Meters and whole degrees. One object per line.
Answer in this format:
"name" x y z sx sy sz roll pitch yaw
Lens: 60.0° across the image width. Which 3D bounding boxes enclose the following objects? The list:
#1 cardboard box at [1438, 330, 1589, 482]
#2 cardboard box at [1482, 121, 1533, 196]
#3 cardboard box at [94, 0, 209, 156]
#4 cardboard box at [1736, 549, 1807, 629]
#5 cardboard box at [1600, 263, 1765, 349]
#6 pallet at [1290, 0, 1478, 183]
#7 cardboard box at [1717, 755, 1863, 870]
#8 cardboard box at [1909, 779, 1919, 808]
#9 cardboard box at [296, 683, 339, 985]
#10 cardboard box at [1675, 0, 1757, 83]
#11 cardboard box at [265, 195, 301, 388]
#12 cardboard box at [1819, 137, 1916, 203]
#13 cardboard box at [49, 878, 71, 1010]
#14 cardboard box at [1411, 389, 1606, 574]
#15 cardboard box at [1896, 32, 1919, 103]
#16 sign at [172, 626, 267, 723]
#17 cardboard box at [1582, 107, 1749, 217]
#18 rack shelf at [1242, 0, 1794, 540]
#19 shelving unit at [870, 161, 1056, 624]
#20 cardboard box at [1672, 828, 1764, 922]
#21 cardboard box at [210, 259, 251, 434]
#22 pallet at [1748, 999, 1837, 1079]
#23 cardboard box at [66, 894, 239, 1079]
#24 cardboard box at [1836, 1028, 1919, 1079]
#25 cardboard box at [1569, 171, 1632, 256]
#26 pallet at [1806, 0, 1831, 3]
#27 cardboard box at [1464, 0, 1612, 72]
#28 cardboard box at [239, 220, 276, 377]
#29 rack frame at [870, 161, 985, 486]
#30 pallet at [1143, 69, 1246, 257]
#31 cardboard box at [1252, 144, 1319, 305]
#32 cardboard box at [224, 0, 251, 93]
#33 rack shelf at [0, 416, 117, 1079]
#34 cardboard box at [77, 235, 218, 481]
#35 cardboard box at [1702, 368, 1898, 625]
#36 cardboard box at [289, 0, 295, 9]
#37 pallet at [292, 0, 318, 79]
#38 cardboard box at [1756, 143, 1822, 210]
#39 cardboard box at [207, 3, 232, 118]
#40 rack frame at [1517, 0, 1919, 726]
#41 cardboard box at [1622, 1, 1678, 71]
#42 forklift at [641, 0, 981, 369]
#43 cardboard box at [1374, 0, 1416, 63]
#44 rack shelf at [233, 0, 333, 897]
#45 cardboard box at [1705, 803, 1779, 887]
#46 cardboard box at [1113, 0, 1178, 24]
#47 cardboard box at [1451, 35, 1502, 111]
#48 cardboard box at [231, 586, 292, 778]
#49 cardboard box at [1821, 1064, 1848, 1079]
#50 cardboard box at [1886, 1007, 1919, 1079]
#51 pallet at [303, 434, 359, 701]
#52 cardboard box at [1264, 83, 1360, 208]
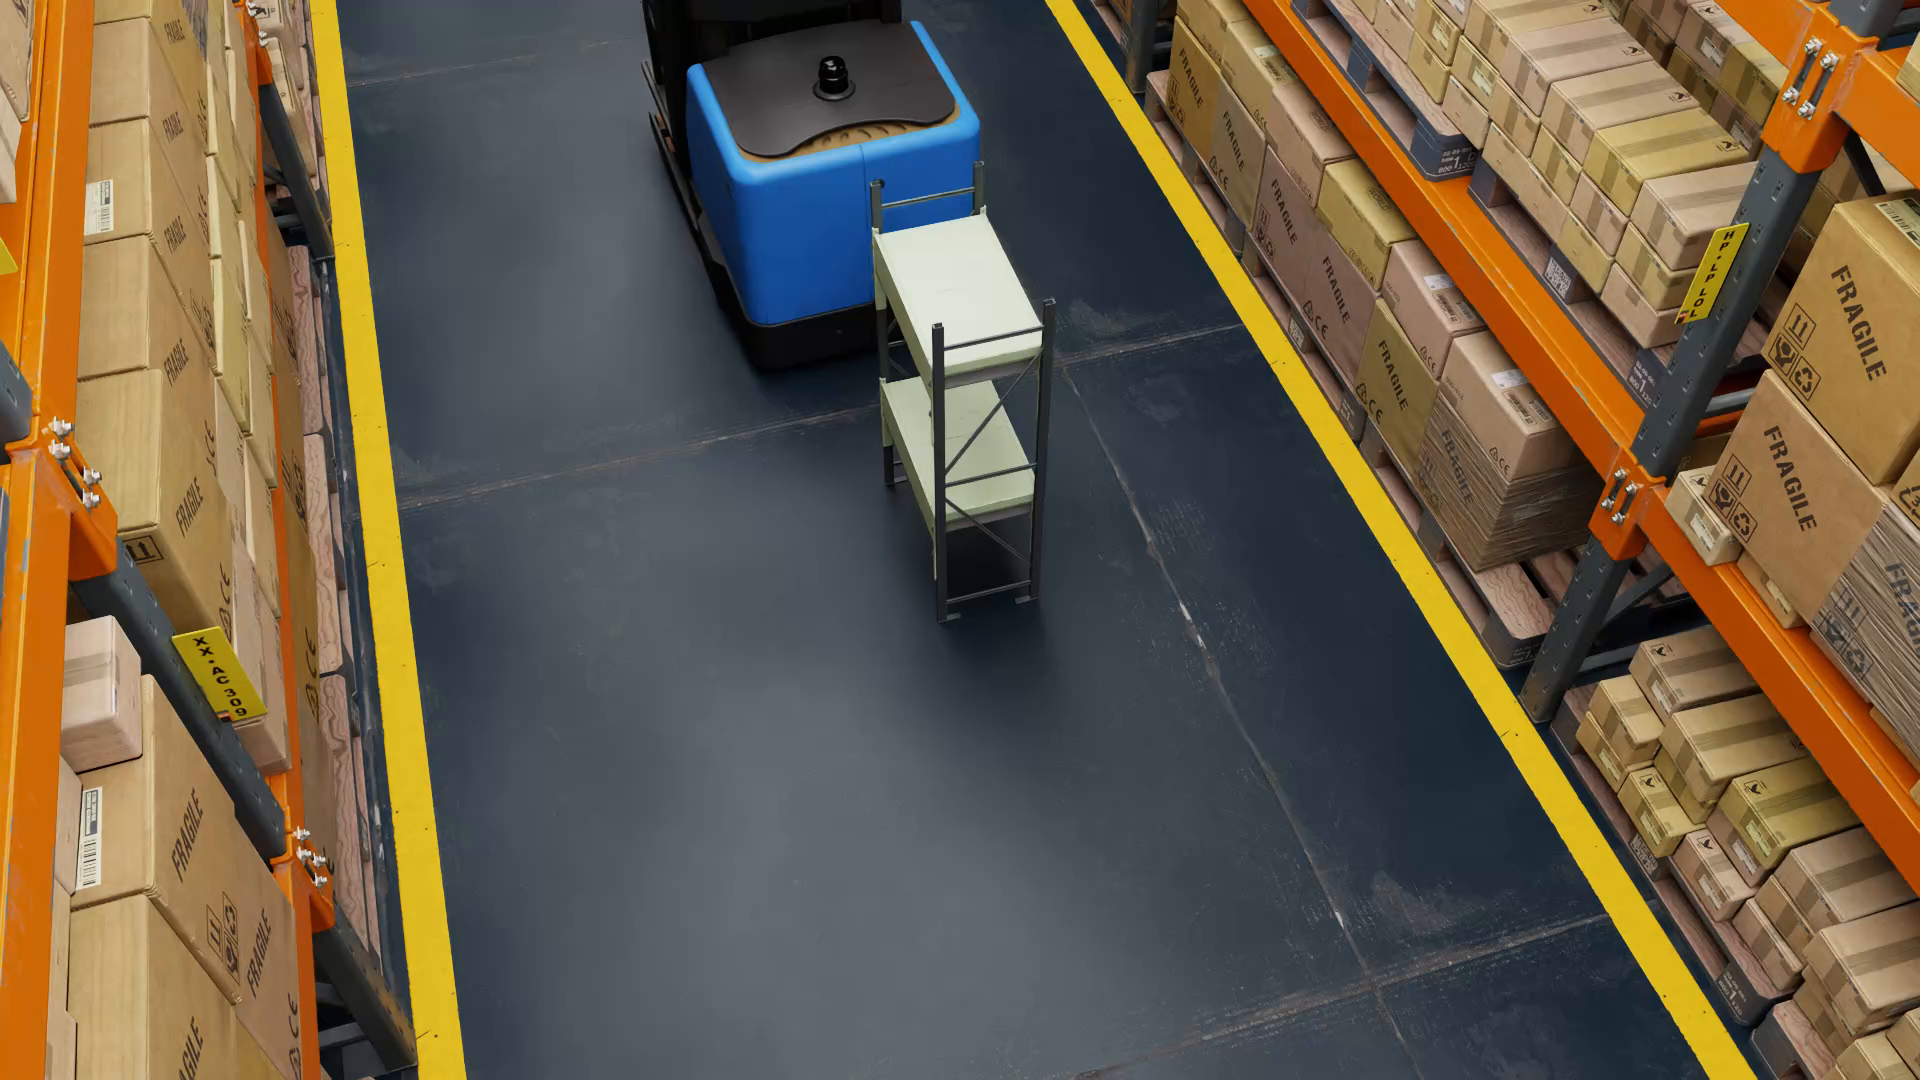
"cardboard box" 2.061 -0.517 5.883 0.500 0.250 0.500 -15 51 -12
"cardboard box" 1.993 -1.313 5.575 0.380 0.149 0.250 -16 52 -13
"cardboard box" -2.656 -1.486 5.111 0.500 0.500 0.500 -13 51 -11
"cardboard box" 2.441 0.075 4.679 0.380 0.149 0.250 -12 51 -10
"cardboard box" 2.216 -0.758 5.106 0.380 0.149 0.250 -14 51 -12
"pallet" 1.964 -1.881 6.289 1.003 0.211 1.213 -13 51 -11
"cardboard box" 2.573 0.820 5.087 0.380 0.149 0.250 -14 51 -11
"cardboard box" 2.657 0.657 4.188 0.380 0.149 0.250 -12 51 -10
"cardboard box" -2.436 0.849 4.977 0.875 0.875 0.875 -12 51 -10
"cardboard box" 2.613 -1.669 5.485 0.380 0.149 0.250 -14 51 -11
"cardboard box" -3.234 -1.114 6.632 0.875 0.875 0.875 -14 51 -11
"cardboard box" 2.846 -1.096 5.002 0.380 0.149 0.250 -11 51 -9
"cardboard box" -1.742 0.725 2.823 0.380 0.149 0.250 -13 51 -11
"cardboard box" 2.063 -0.272 6.167 0.500 0.500 0.500 -14 51 -12
"cardboard box" 2.408 -0.979 3.539 0.500 0.250 0.500 -11 51 -9
"sign" -1.646 0.303 3.704 0.100 0.325 0.005 -13 51 -11
"cardboard box" 2.137 -1.150 5.048 0.380 0.149 0.250 -15 51 -12
"rack shelf" 1.931 -1.687 6.471 1.077 0.370 4.000 -13 51 -11
"shelving unit" -0.002 -0.488 5.970 0.431 1.500 0.755 -13 51 -11
"cardboard box" 2.525 1.028 5.301 0.380 0.149 0.250 -14 51 -11
"cardboard box" -2.342 -0.512 4.781 0.500 0.250 0.500 -13 51 -11
"pallet" 3.120 1.816 4.871 1.003 0.211 1.213 -13 51 -11
"cardboard box" -1.630 1.035 2.986 0.500 0.500 0.500 -14 51 -12
"cardboard box" 2.741 1.503 4.706 0.380 0.149 0.250 -14 51 -11
"cardboard box" 2.137 -1.047 5.155 0.380 0.149 0.250 -13 51 -11
"pallet" 2.442 -1.840 4.290 1.213 0.211 1.003 -13 51 -11
"cardboard box" 1.916 -1.711 5.521 0.380 0.149 0.250 -15 51 -12
"cardboard box" -2.484 -0.721 5.284 0.500 0.250 0.500 -14 51 -12
"rack frame" -0.110 -0.756 6.196 0.400 1.500 0.023 -13 51 -11
"pallet" 1.570 -1.910 8.012 1.003 0.211 1.213 -13 51 -11
"cardboard box" 1.614 -1.395 7.114 0.500 0.500 0.500 -14 51 -12
"cardboard box" -2.961 -1.828 6.217 0.500 0.250 0.500 -15 51 -12
"rack shelf" -1.585 1.460 1.855 1.077 0.370 4.000 -13 51 -11
"cardboard box" -2.208 -0.372 4.172 0.500 0.500 0.500 -14 51 -11
"cardboard box" 2.429 -0.168 4.459 0.500 0.500 0.500 -14 51 -12
"cardboard box" -3.961 -2.982 8.536 0.950 0.372 0.625 -12 51 -10
"pallet" -3.946 -2.749 8.719 1.003 0.211 1.213 -13 51 -11
"cardboard box" 2.767 -1.189 5.275 0.380 0.149 0.250 -14 51 -12
"cardboard box" -2.818 -1.630 5.723 0.500 0.250 0.500 -14 51 -12
"rack frame" 2.523 -0.458 4.964 1.000 3.000 0.127 -13 51 -11
"cardboard box" 2.531 -1.764 5.760 0.380 0.149 0.250 -11 51 -10
"forklift" -0.873 -2.827 7.006 1.130 2.935 3.031 -15 52 -12
"cardboard box" 1.749 -1.904 6.072 0.380 0.149 0.250 -15 51 -12
"rack shelf" -2.767 -0.494 5.465 1.077 0.370 4.000 -13 51 -11
"cardboard box" 2.591 0.901 5.214 0.380 0.149 0.250 -14 51 -11
"cardboard box" 1.246 -3.255 8.519 1.050 0.750 0.750 -14 51 -11
"cardboard box" 1.906 -1.618 5.637 0.380 0.149 0.250 -16 52 -13
"cardboard box" -2.054 0.402 4.337 0.500 0.250 0.500 -14 51 -12
"cardboard box" 2.746 1.602 4.817 0.380 0.149 0.250 -15 51 -12
"cardboard box" 2.829 1.390 4.607 0.380 0.149 0.250 -15 52 -12
"pallet" -2.841 0.194 6.238 1.003 0.211 1.213 -13 51 -11
"cardboard box" 1.597 -1.658 6.845 0.500 0.250 0.500 -13 51 -11
